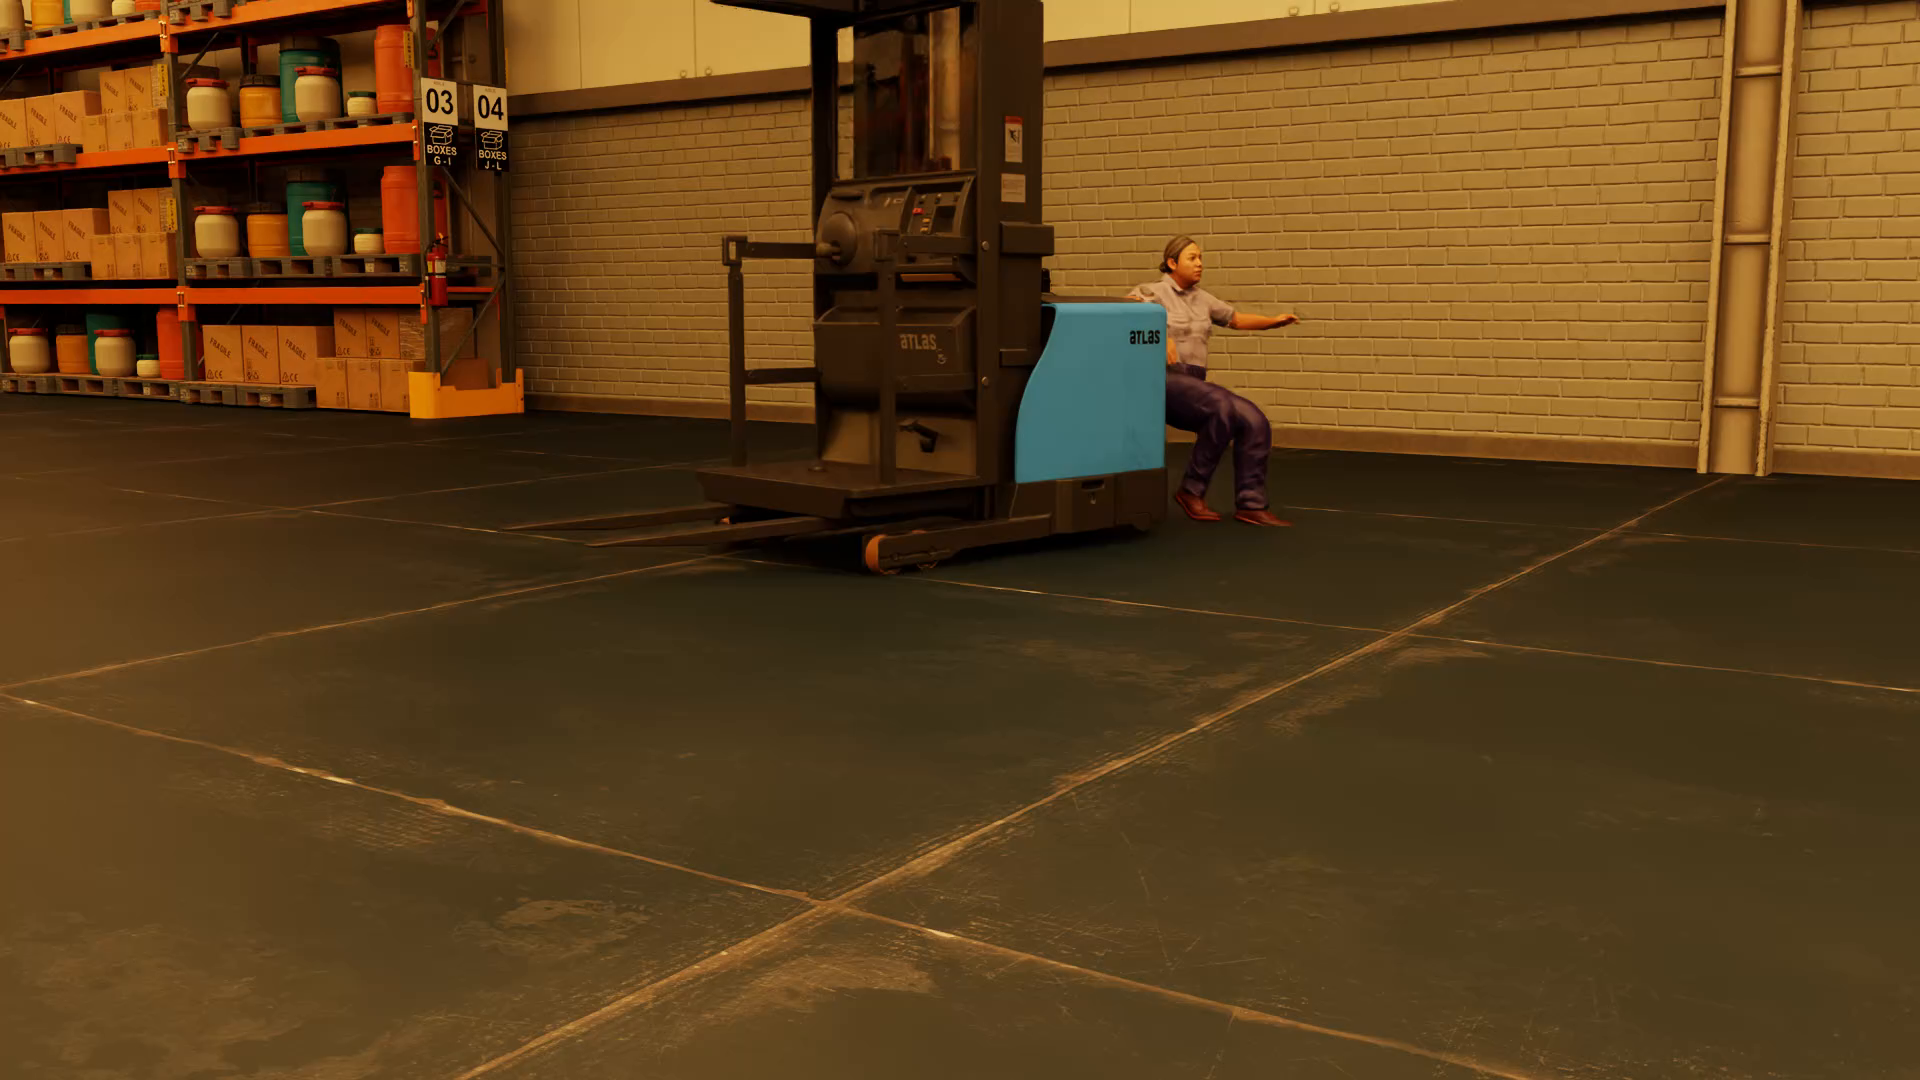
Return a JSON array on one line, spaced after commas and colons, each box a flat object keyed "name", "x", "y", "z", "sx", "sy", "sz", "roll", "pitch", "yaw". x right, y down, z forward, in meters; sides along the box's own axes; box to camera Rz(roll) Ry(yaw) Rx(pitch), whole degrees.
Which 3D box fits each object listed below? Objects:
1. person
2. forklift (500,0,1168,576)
[{"name": "person", "x": 1.236, "y": -0.762, "z": 8.100, "sx": 0.775, "sy": 1.428, "sz": 0.885, "roll": 7, "pitch": 10, "yaw": 39}, {"name": "forklift", "x": -0.438, "y": -1.391, "z": 6.977, "sx": 3.031, "sy": 2.935, "sz": 1.130, "roll": -8, "pitch": 11, "yaw": -43}]
